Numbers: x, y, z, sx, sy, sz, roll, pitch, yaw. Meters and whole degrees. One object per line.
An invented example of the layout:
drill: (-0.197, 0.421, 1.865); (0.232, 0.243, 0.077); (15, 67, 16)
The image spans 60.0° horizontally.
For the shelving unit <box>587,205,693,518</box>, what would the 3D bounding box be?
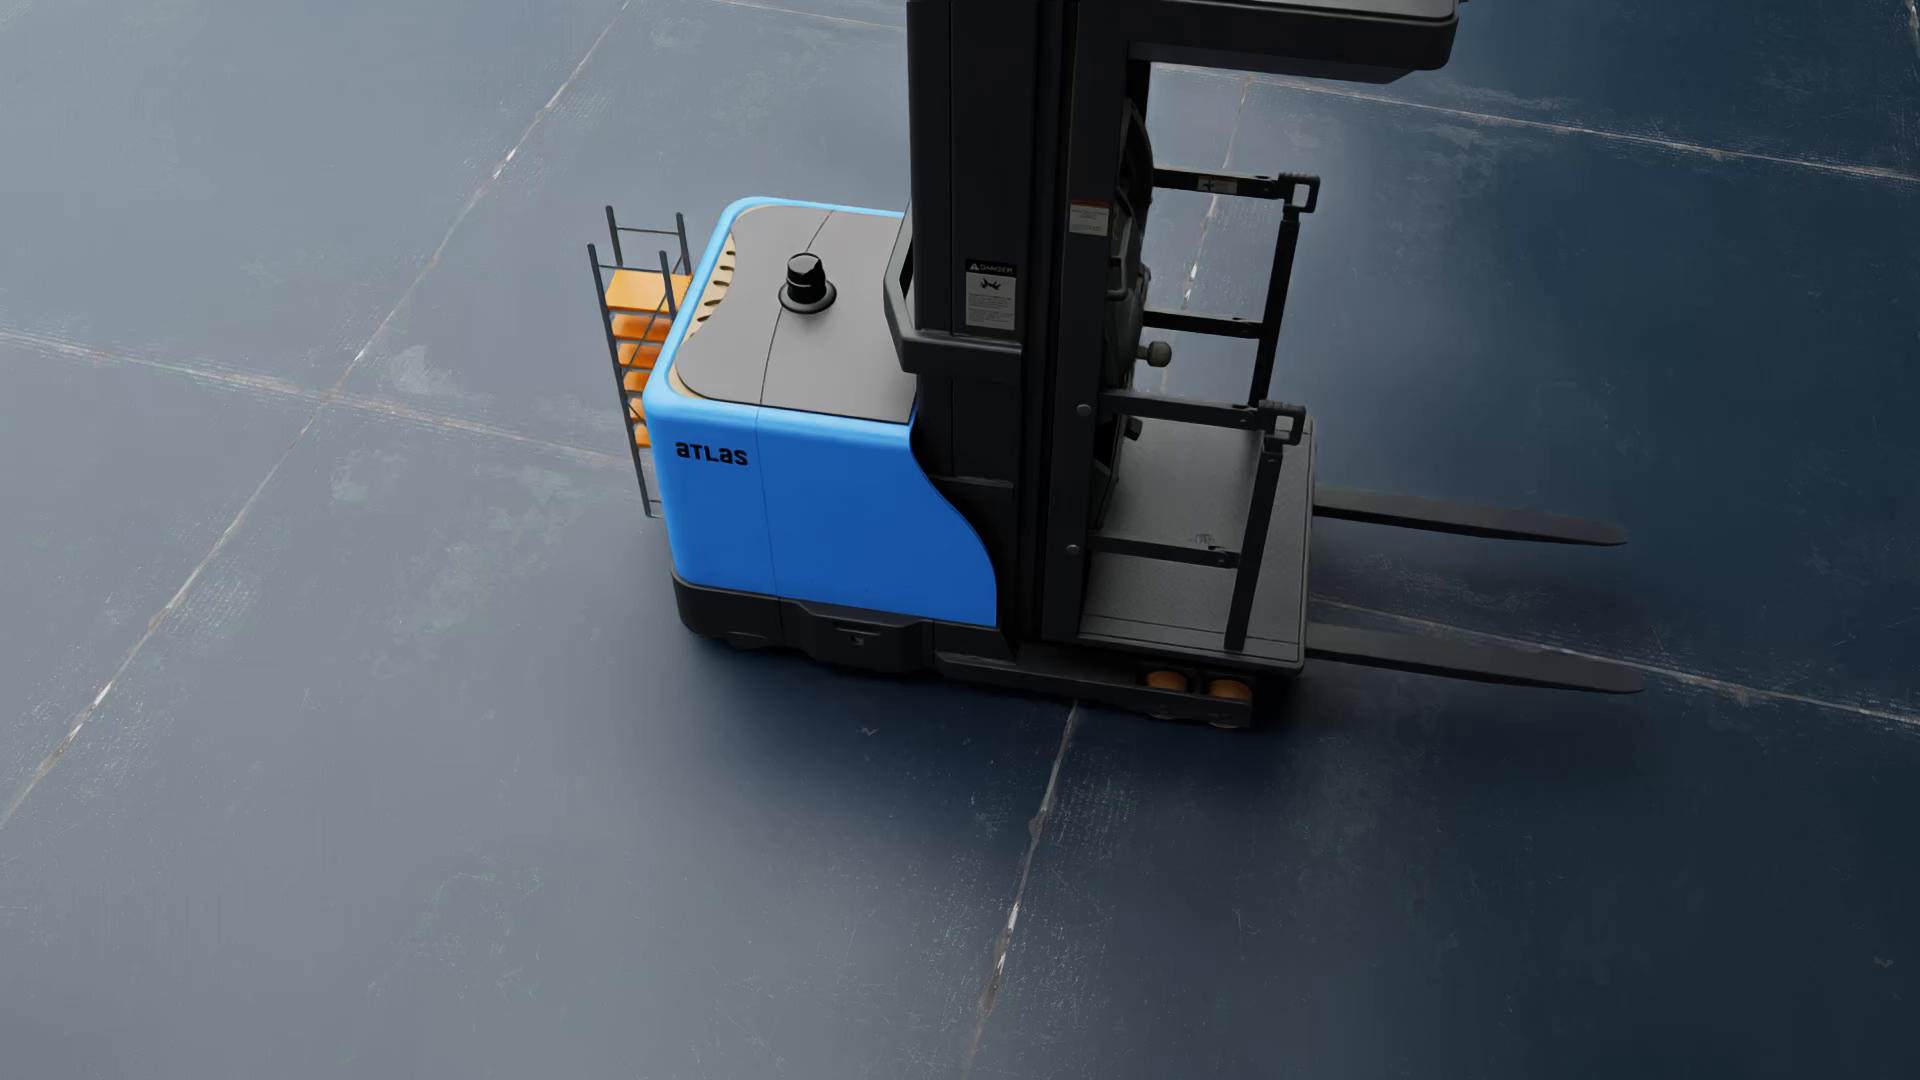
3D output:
shelving unit: (-0.969, -0.536, 5.422); (0.258, 1.200, 0.189); (7, 49, 6)

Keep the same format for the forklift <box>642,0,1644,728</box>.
forklift: (0.648, -0.813, 4.513); (3.031, 2.935, 1.130); (8, 49, 7)

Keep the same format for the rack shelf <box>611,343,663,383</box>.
rack shelf: (-0.970, -0.586, 5.365); (0.258, 0.103, 0.180); (7, 49, 6)

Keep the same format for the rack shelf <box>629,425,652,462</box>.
rack shelf: (-0.968, -0.347, 5.635); (0.258, 0.103, 0.180); (7, 49, 6)

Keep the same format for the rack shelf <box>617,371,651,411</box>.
rack shelf: (-0.969, -0.506, 5.455); (0.258, 0.103, 0.180); (7, 49, 6)

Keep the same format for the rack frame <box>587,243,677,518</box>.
rack frame: (-0.983, -0.468, 5.362); (0.240, 1.200, 0.006); (7, 49, 6)

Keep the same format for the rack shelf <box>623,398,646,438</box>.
rack shelf: (-0.969, -0.427, 5.545); (0.258, 0.103, 0.180); (7, 49, 6)

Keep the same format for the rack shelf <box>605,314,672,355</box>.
rack shelf: (-0.970, -0.665, 5.275); (0.258, 0.103, 0.180); (7, 49, 6)

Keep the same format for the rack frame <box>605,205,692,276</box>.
rack frame: (-0.955, -0.603, 5.481); (0.240, 1.200, 0.006); (7, 49, 6)

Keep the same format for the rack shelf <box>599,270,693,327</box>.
rack shelf: (-0.971, -0.745, 5.185); (0.258, 0.103, 0.180); (7, 49, 6)
